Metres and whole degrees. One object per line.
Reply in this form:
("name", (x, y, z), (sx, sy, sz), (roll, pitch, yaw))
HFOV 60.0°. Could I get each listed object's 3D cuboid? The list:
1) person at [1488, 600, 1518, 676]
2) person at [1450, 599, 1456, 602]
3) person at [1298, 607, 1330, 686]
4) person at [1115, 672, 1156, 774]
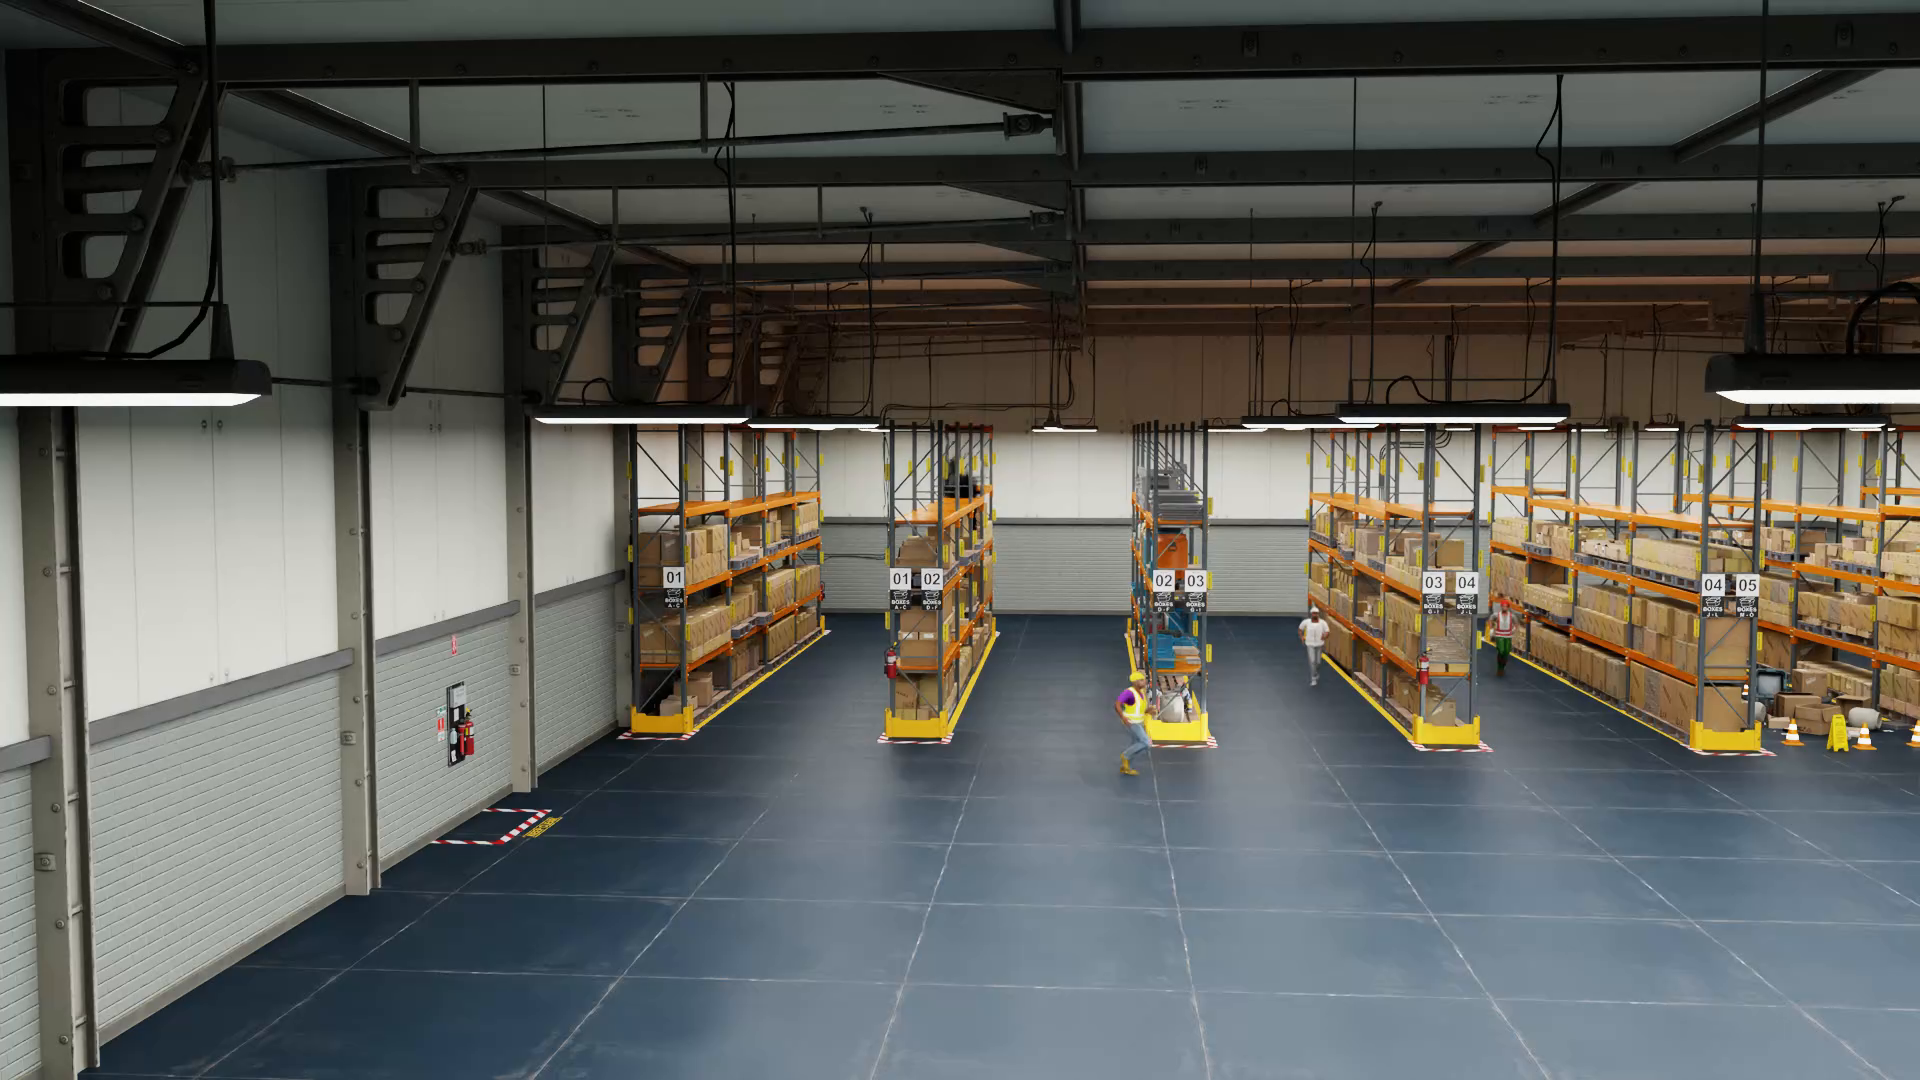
("person", (12.942, 2.343, 39.526), (0.642, 1.816, 0.738), (0, 4, 5))
("person", (13.513, 1.922, 46.702), (0.838, 1.686, 0.836), (3, 5, 41))
("person", (8.138, 2.422, 38.191), (0.701, 1.769, 0.827), (0, 4, 5))
("person", (2.971, 3.082, 28.010), (0.603, 1.718, 0.700), (2, 4, 24))
